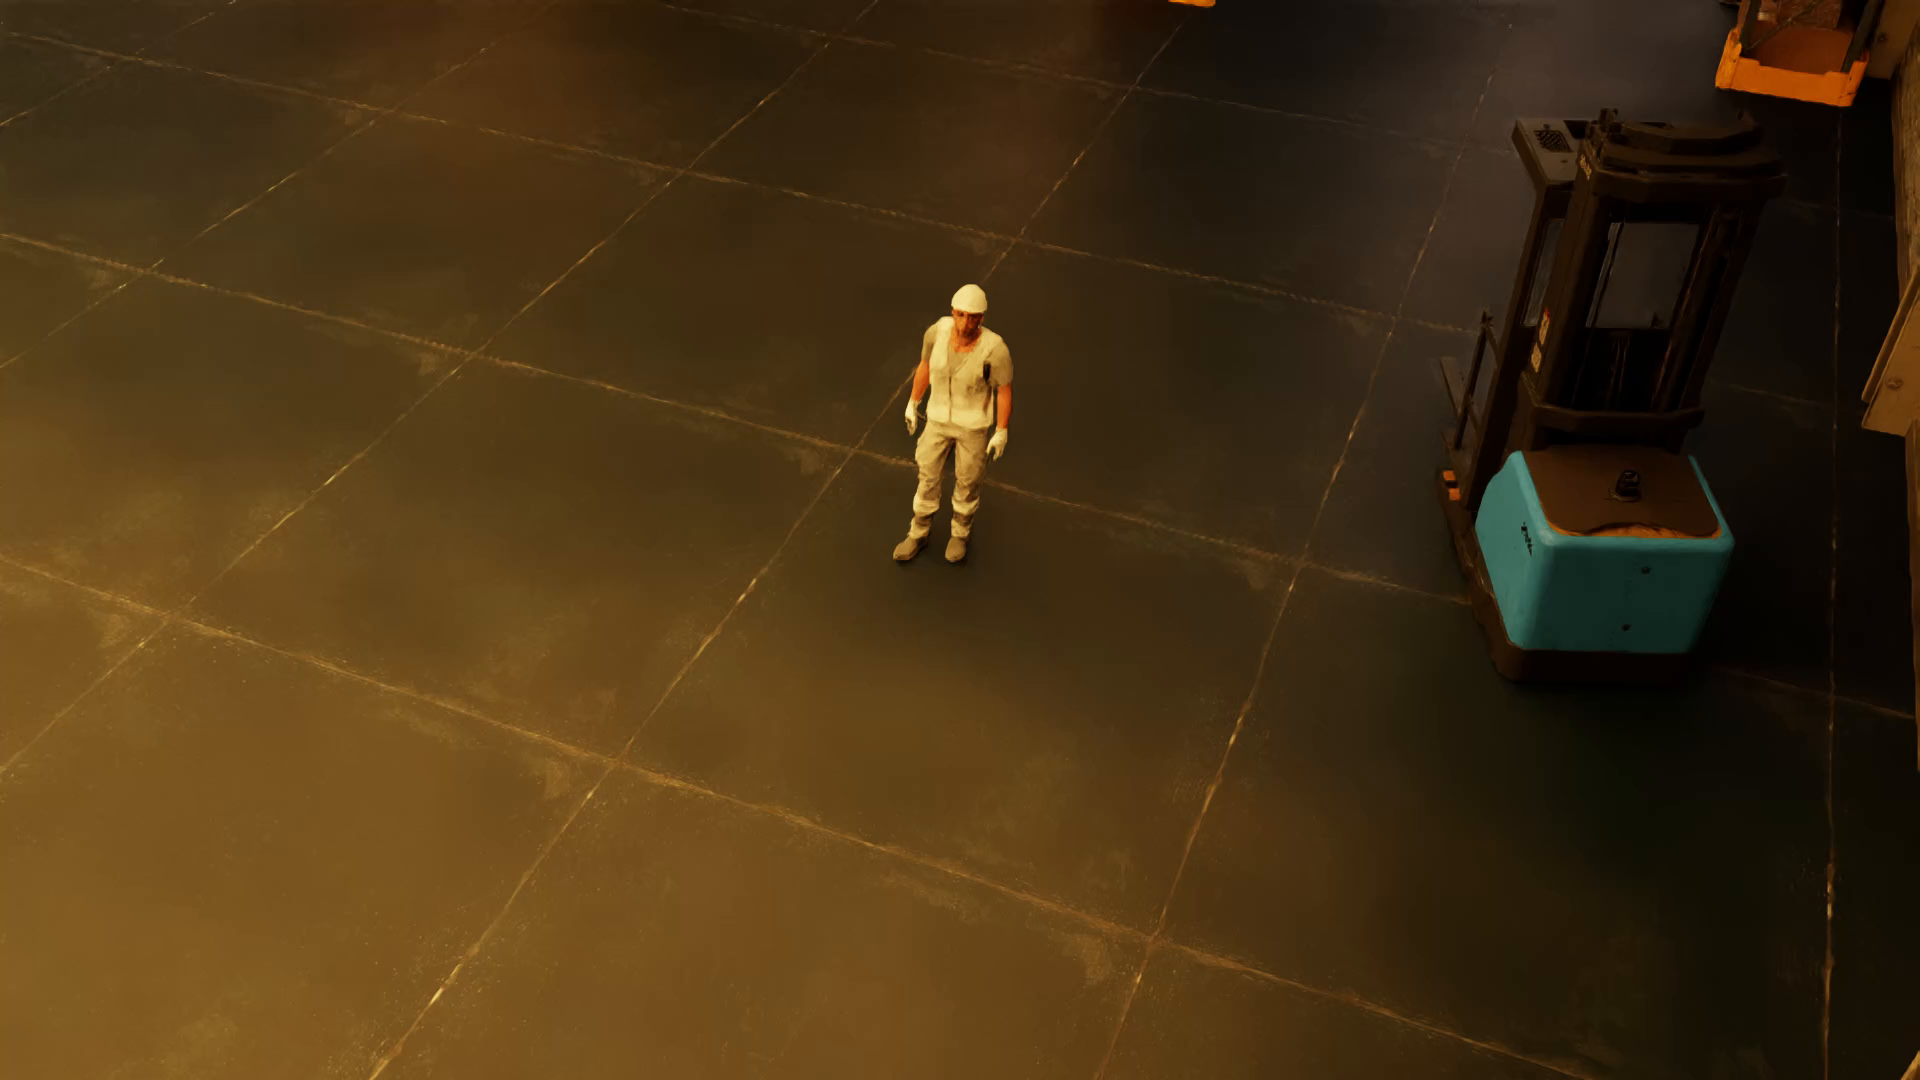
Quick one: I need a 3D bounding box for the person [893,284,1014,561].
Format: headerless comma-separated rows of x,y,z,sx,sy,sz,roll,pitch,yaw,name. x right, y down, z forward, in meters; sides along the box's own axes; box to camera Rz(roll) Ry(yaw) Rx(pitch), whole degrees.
-0.041,-0.647,9.657,0.636,1.787,0.563,15,42,17,person

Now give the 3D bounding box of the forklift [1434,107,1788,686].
3.593,-1.242,9.490,1.130,2.935,3.031,2,40,2,forklift
